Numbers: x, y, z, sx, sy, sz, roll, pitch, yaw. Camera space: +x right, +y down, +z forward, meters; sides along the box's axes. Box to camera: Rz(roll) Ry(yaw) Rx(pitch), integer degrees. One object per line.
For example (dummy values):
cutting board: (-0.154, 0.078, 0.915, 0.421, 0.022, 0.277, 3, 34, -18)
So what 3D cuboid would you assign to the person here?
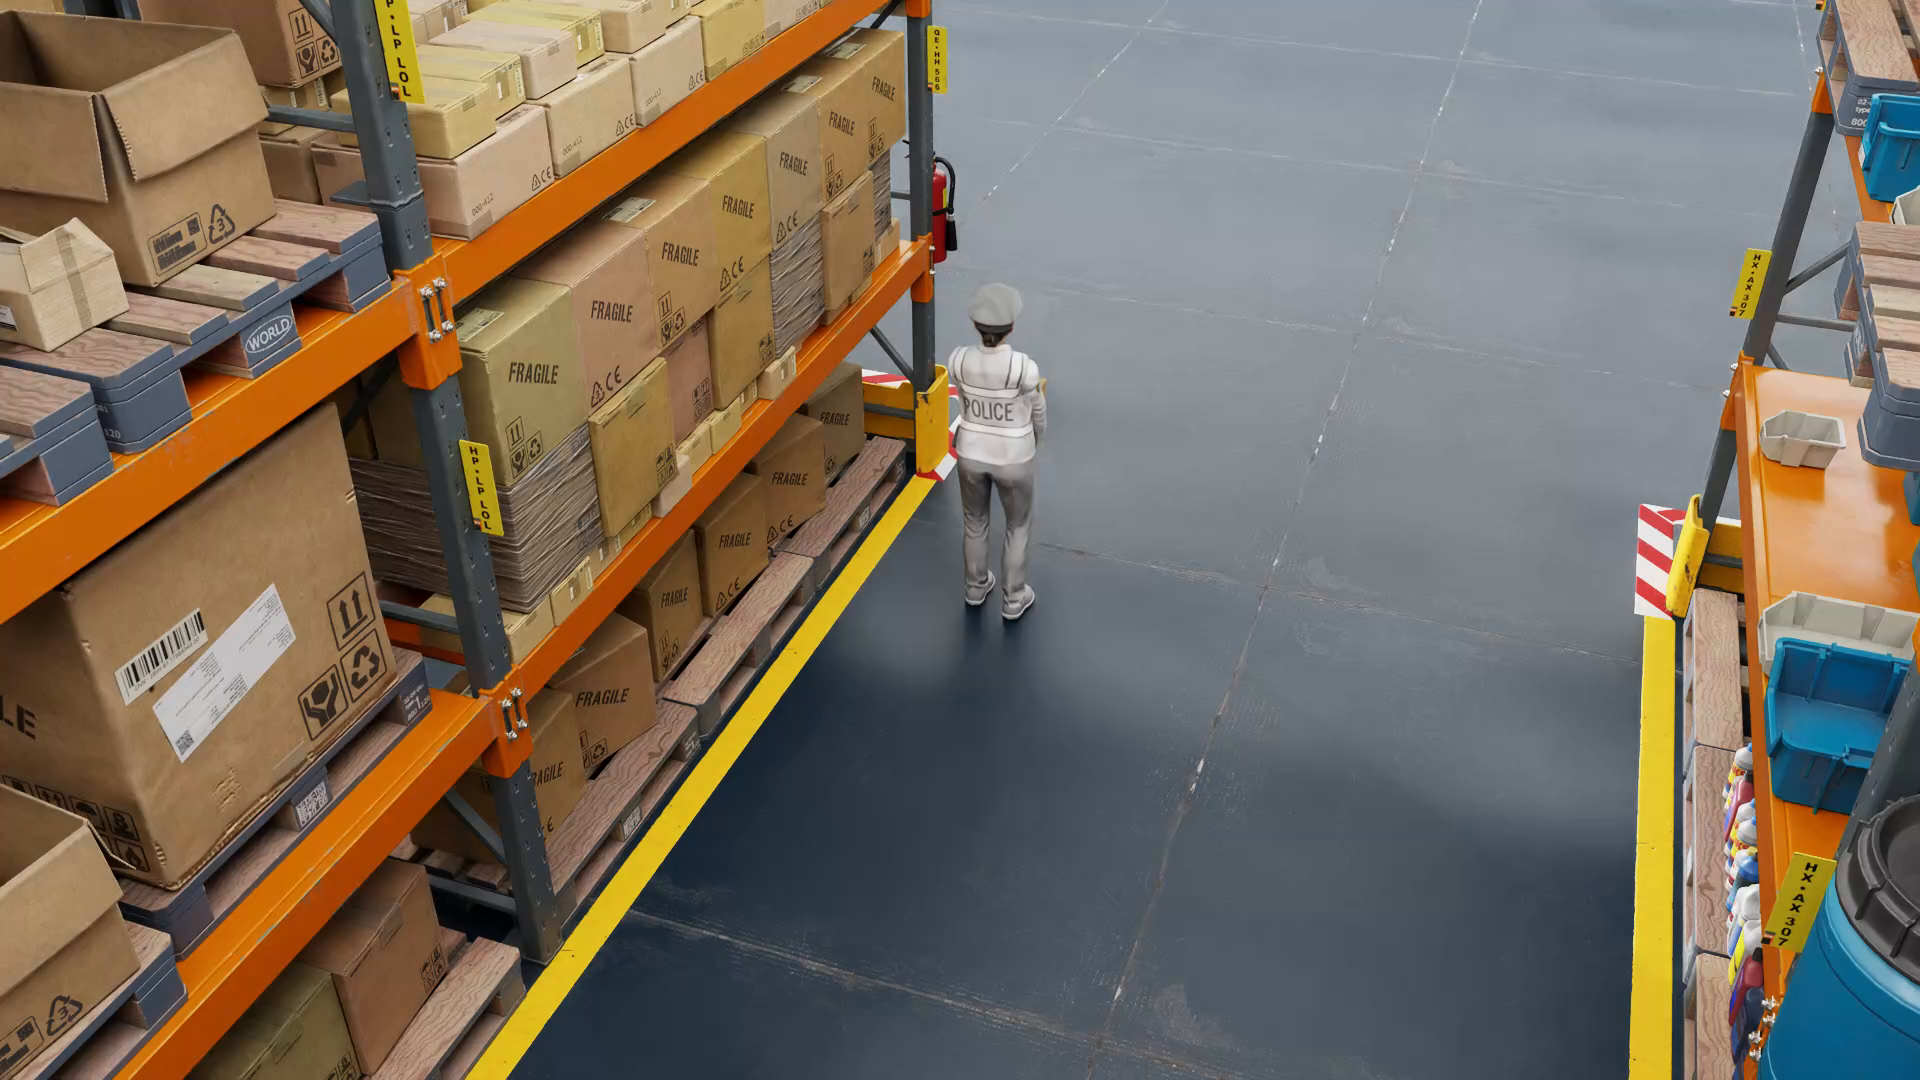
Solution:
person: (0.180, -0.429, 7.777, 0.416, 1.687, 0.523, 10, 35, 15)
